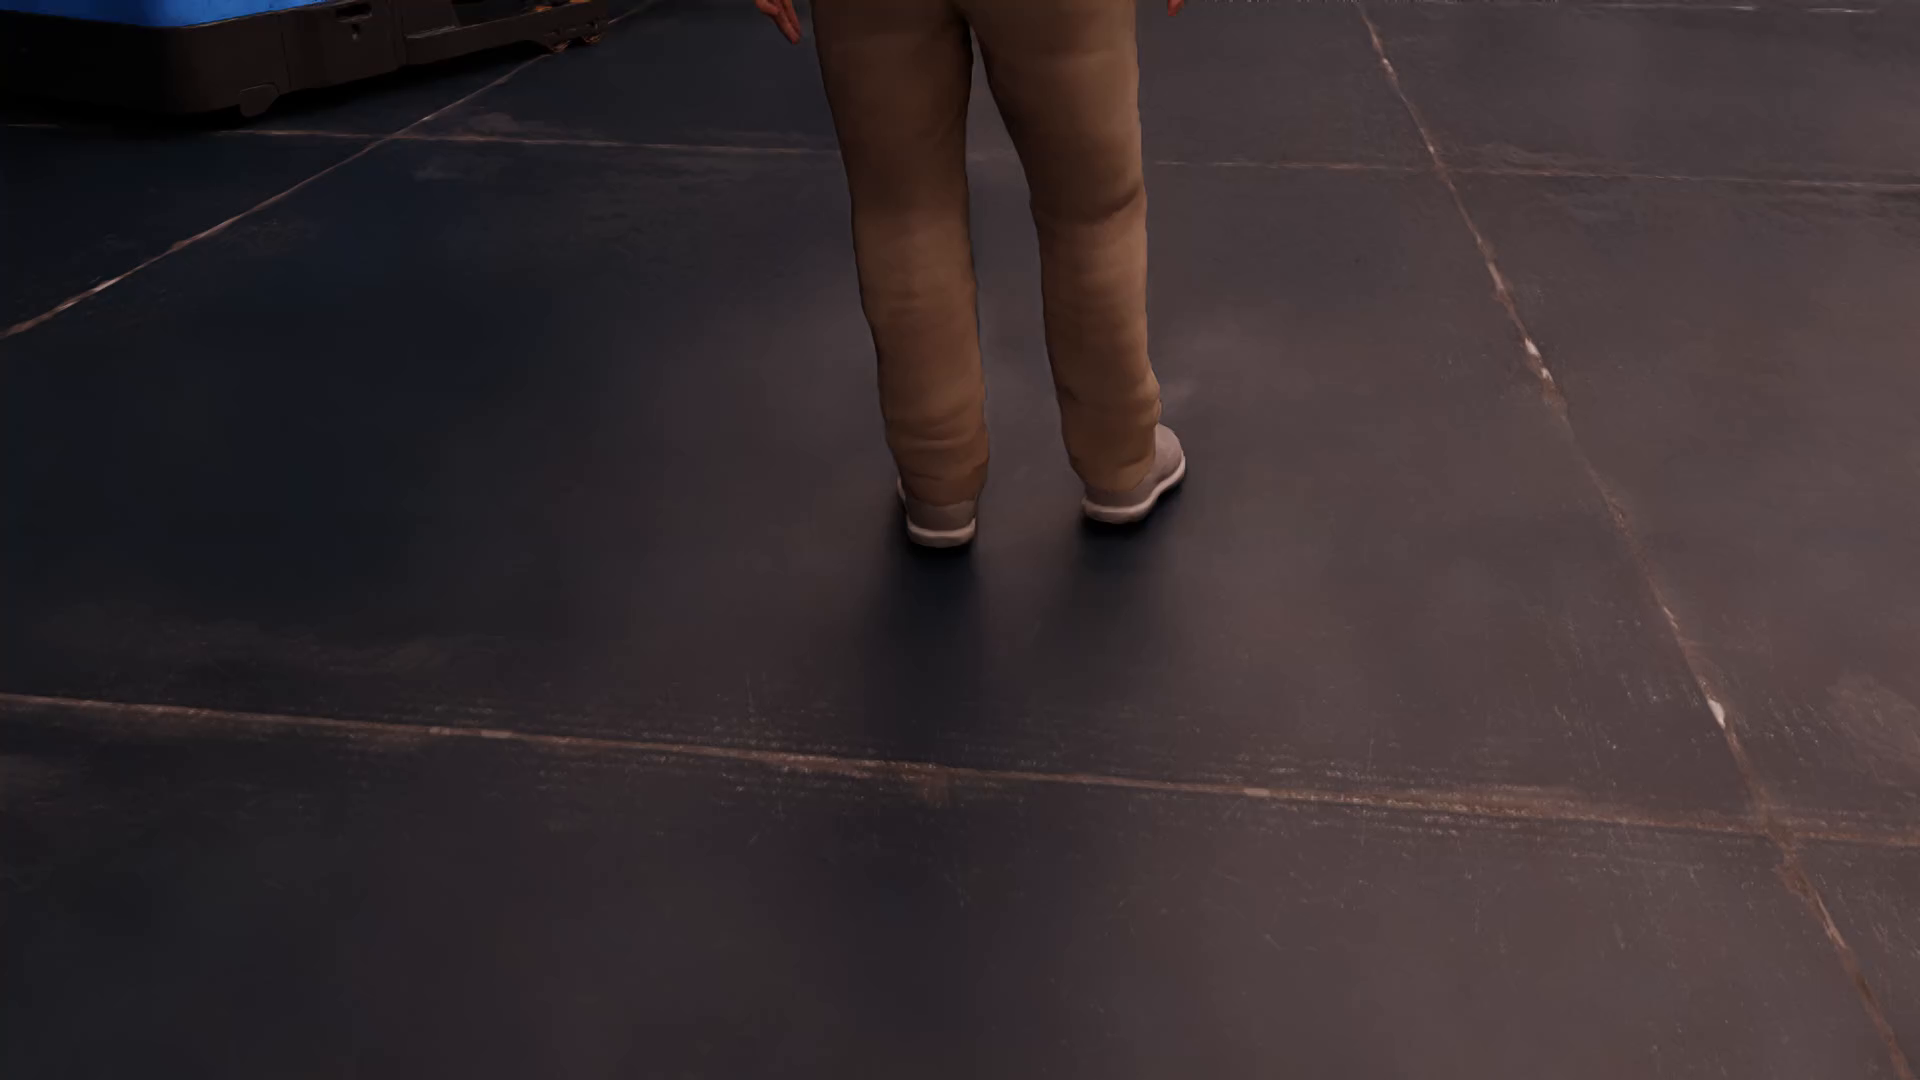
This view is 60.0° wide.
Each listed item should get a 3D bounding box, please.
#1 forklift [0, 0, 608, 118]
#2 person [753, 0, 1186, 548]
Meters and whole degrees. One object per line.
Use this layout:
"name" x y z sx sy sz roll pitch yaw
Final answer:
"forklift" -1.979 -3.170 5.571 1.130 2.935 3.031 13 29 24
"person" 0.024 -0.819 2.189 0.640 1.727 0.550 3 27 7
